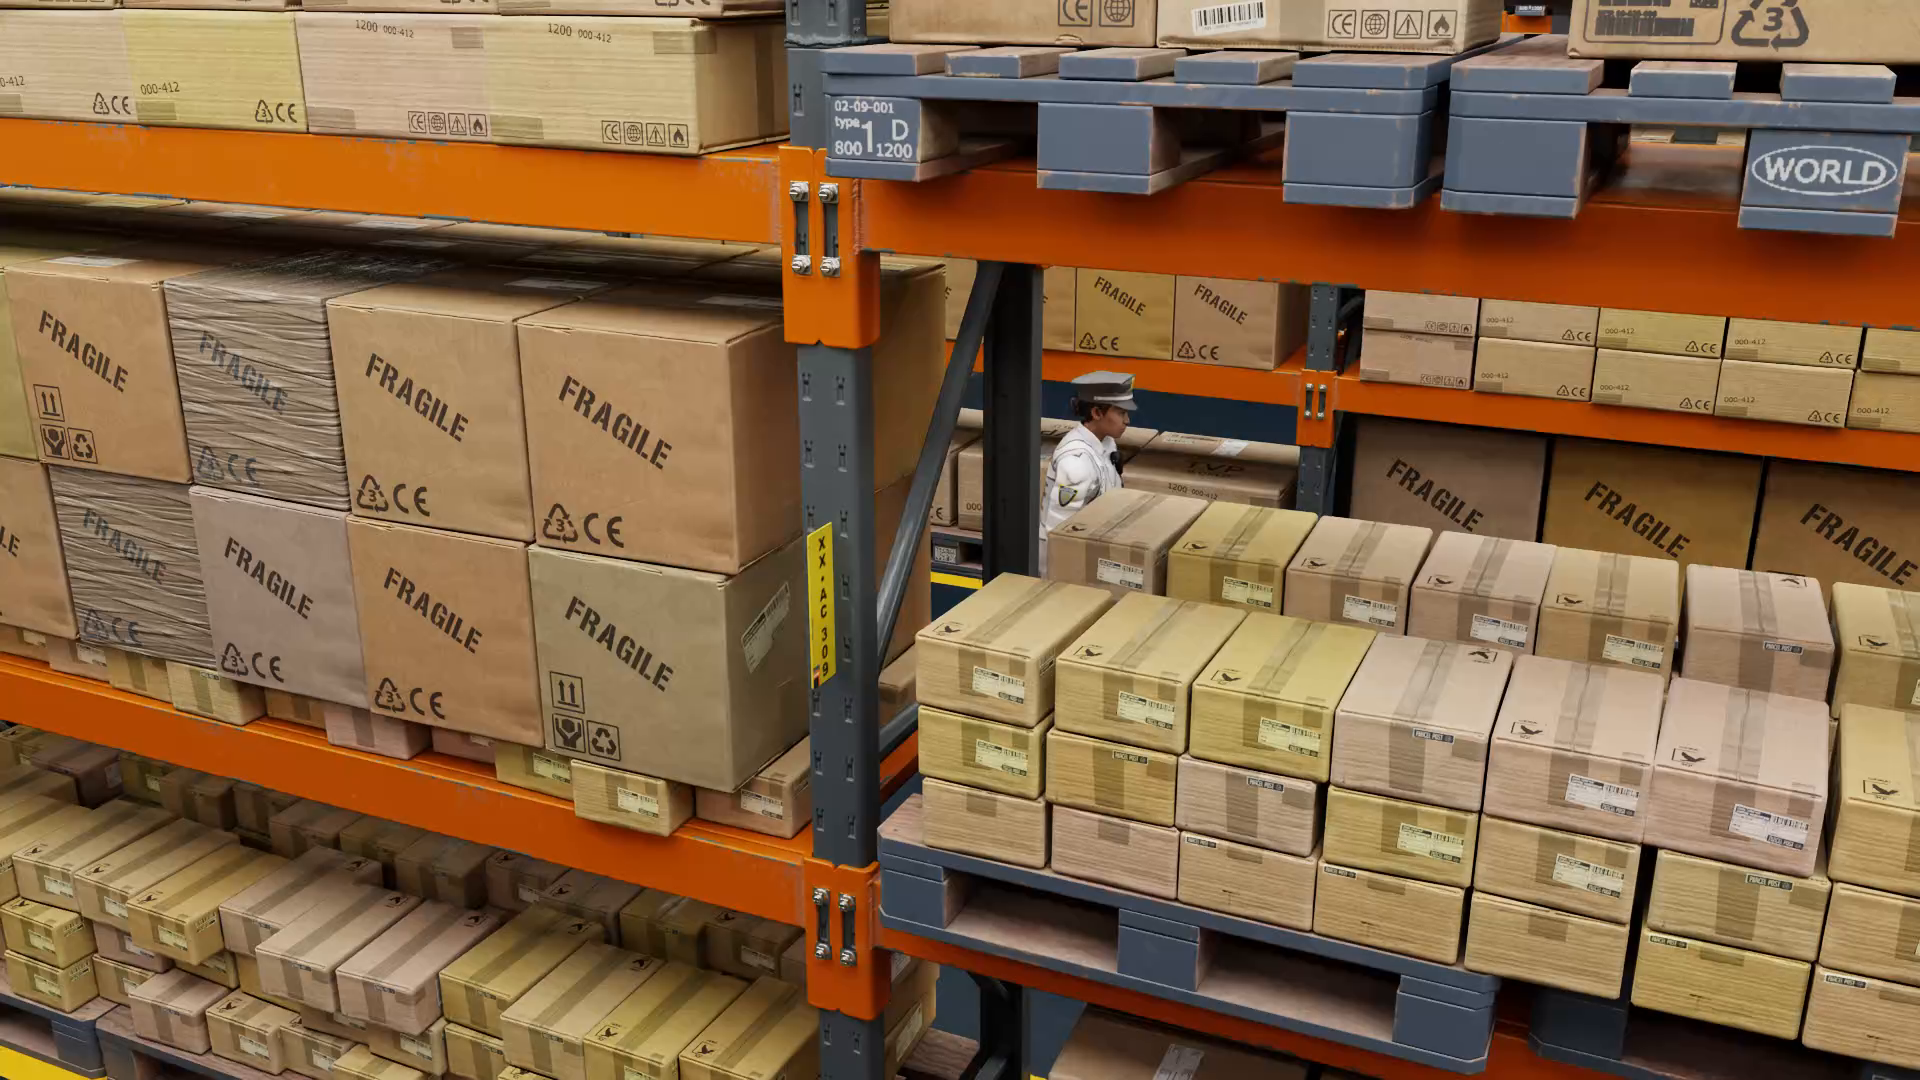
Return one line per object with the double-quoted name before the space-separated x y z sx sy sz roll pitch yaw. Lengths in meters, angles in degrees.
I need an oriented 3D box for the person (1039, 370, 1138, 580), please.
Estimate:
"person" 0.499 0.137 6.670 0.373 1.660 0.526 8 21 22
